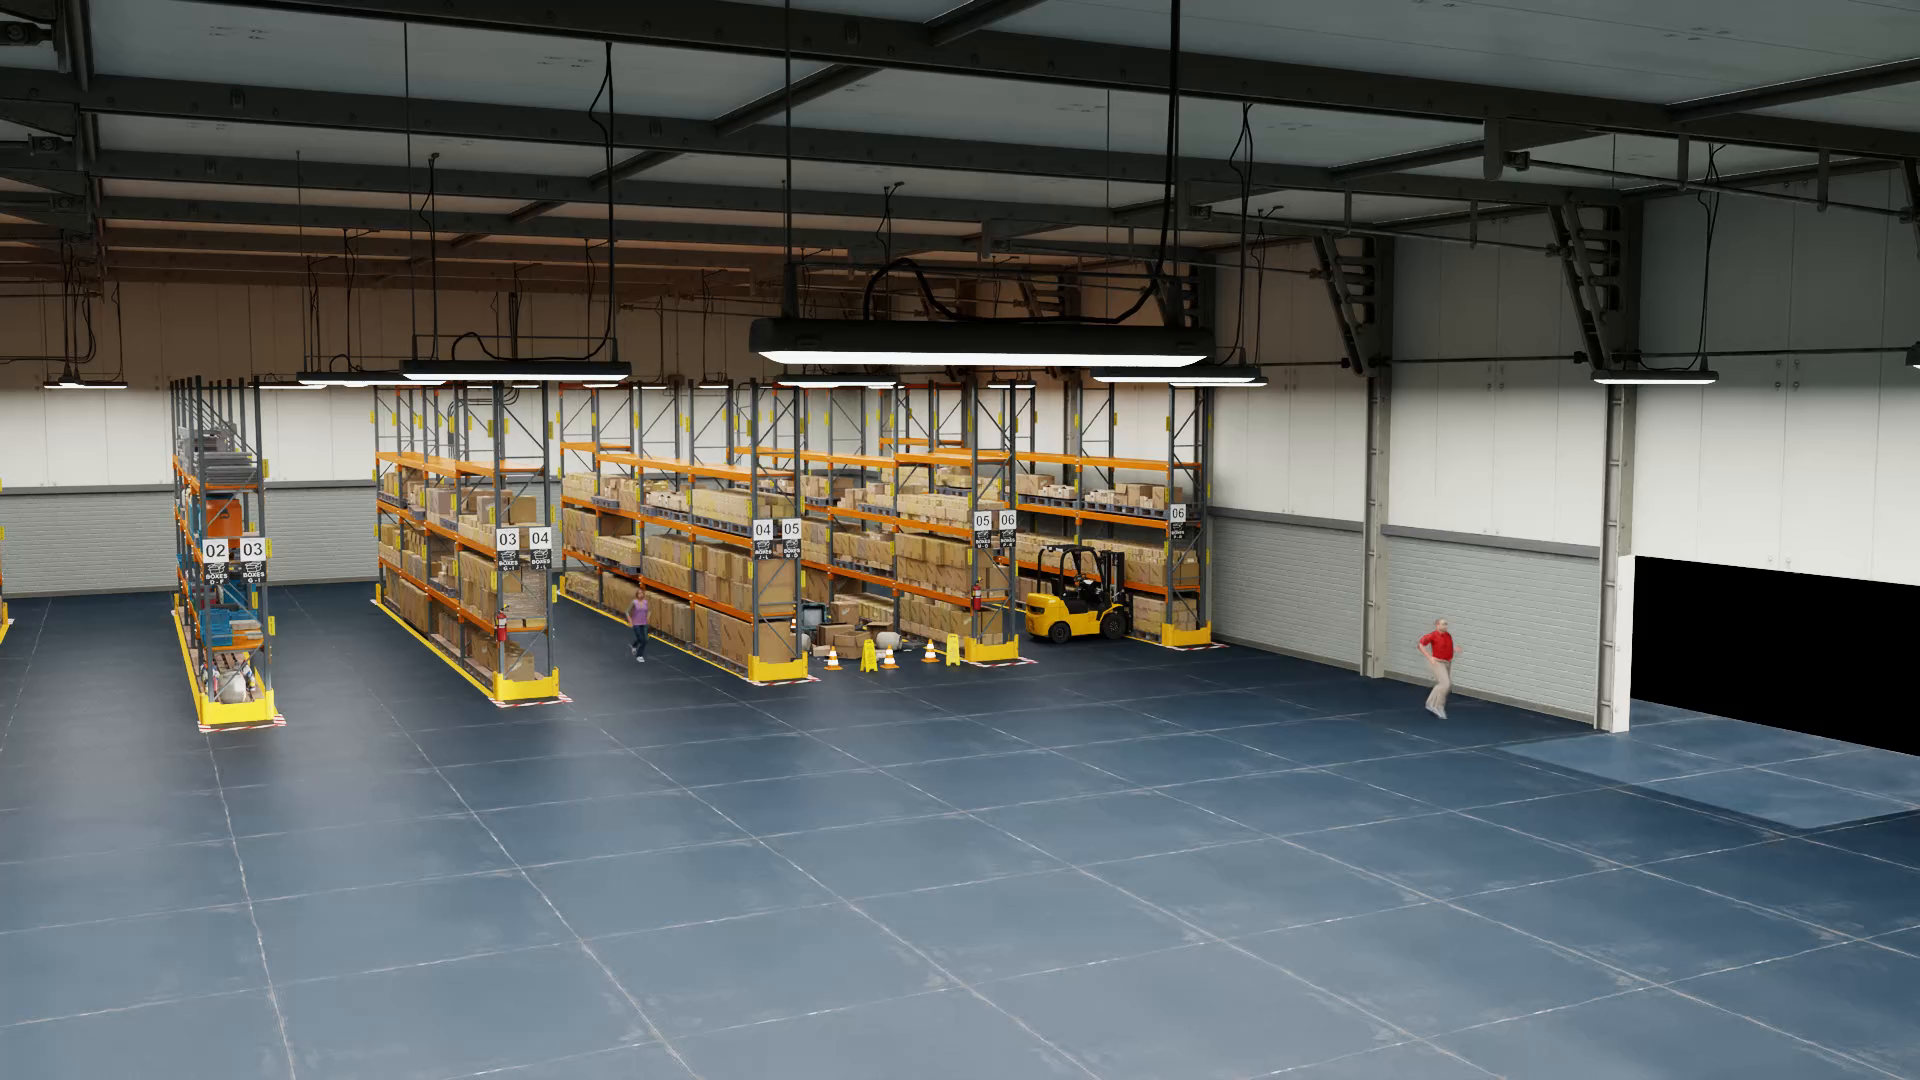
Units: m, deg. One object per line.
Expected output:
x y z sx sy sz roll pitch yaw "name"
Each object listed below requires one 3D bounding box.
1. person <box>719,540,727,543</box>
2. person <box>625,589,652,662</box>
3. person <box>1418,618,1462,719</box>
-7.256 0.407 50.909 0.484 1.595 0.619 0 5 -6 "person"
-6.794 1.813 35.354 0.542 1.558 0.539 -3 6 -31 "person"
8.493 2.276 29.318 0.637 1.784 0.725 -4 7 -39 "person"
